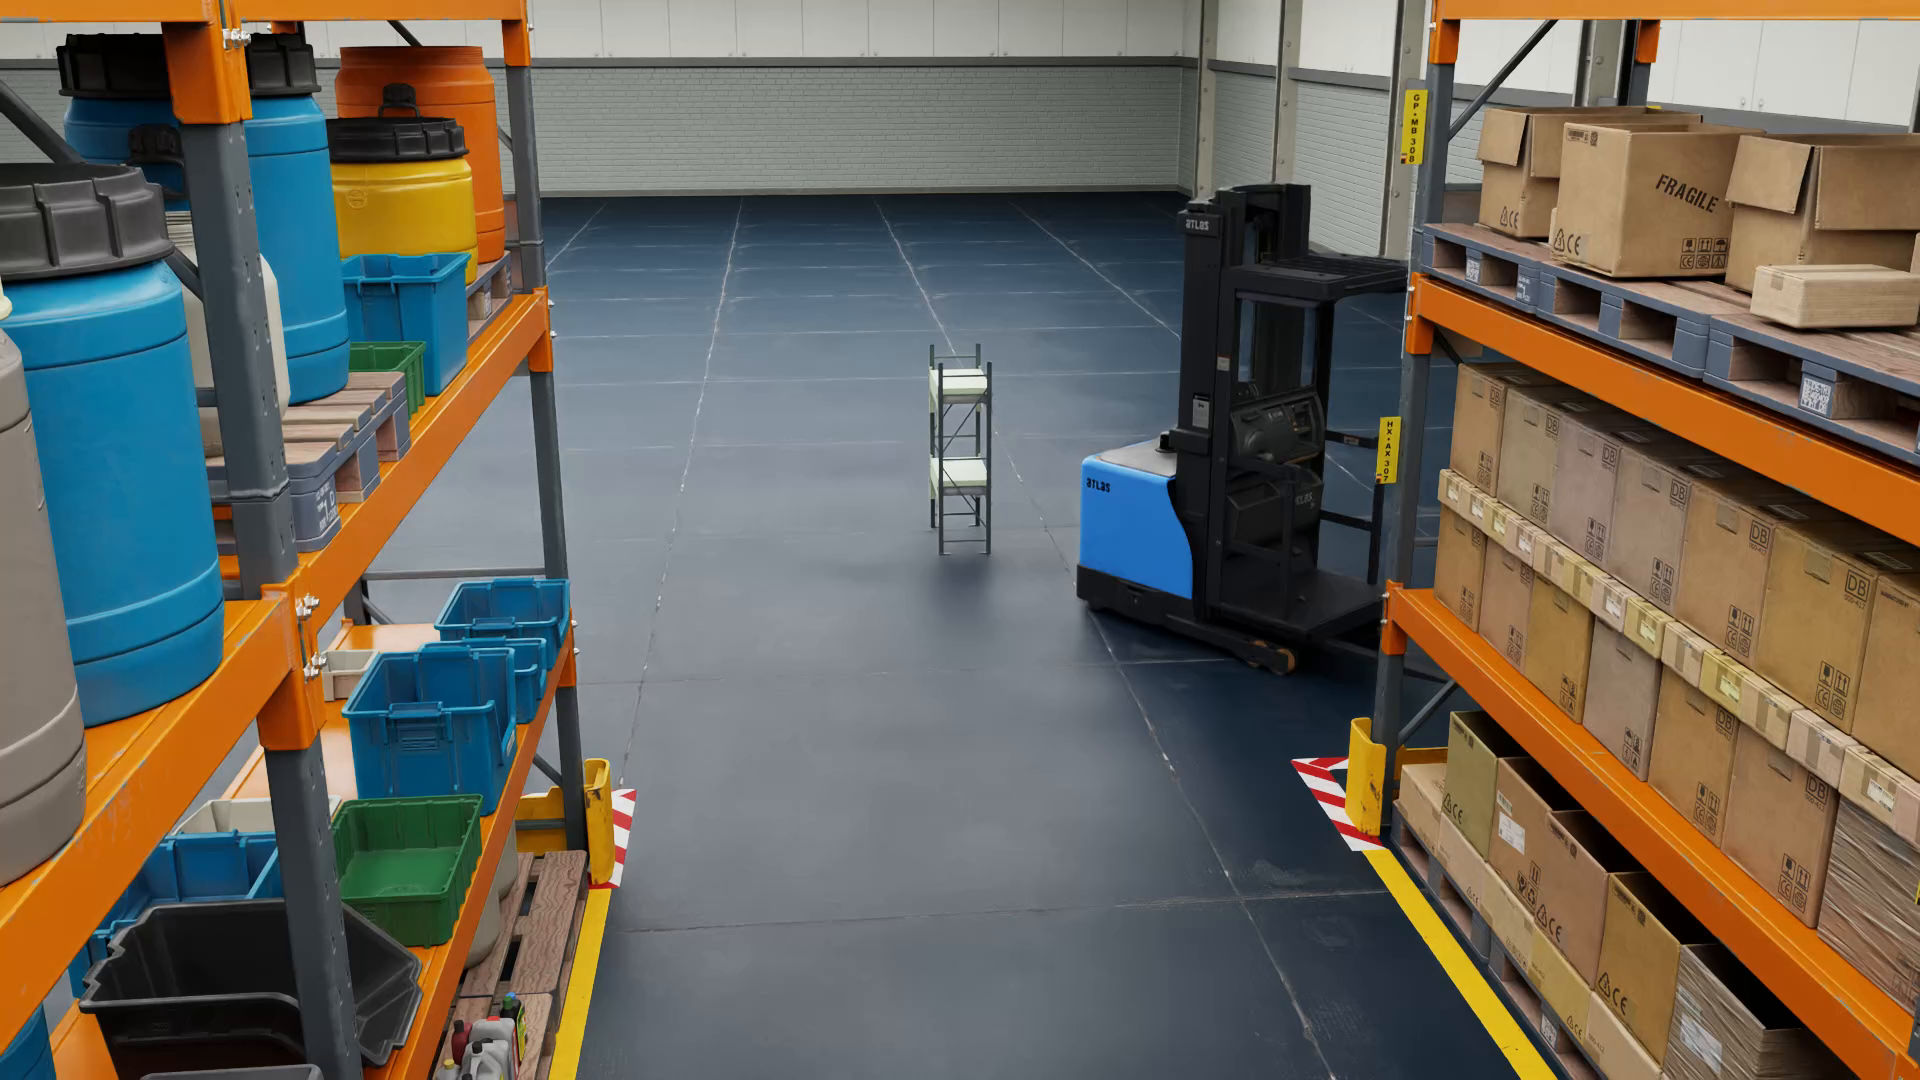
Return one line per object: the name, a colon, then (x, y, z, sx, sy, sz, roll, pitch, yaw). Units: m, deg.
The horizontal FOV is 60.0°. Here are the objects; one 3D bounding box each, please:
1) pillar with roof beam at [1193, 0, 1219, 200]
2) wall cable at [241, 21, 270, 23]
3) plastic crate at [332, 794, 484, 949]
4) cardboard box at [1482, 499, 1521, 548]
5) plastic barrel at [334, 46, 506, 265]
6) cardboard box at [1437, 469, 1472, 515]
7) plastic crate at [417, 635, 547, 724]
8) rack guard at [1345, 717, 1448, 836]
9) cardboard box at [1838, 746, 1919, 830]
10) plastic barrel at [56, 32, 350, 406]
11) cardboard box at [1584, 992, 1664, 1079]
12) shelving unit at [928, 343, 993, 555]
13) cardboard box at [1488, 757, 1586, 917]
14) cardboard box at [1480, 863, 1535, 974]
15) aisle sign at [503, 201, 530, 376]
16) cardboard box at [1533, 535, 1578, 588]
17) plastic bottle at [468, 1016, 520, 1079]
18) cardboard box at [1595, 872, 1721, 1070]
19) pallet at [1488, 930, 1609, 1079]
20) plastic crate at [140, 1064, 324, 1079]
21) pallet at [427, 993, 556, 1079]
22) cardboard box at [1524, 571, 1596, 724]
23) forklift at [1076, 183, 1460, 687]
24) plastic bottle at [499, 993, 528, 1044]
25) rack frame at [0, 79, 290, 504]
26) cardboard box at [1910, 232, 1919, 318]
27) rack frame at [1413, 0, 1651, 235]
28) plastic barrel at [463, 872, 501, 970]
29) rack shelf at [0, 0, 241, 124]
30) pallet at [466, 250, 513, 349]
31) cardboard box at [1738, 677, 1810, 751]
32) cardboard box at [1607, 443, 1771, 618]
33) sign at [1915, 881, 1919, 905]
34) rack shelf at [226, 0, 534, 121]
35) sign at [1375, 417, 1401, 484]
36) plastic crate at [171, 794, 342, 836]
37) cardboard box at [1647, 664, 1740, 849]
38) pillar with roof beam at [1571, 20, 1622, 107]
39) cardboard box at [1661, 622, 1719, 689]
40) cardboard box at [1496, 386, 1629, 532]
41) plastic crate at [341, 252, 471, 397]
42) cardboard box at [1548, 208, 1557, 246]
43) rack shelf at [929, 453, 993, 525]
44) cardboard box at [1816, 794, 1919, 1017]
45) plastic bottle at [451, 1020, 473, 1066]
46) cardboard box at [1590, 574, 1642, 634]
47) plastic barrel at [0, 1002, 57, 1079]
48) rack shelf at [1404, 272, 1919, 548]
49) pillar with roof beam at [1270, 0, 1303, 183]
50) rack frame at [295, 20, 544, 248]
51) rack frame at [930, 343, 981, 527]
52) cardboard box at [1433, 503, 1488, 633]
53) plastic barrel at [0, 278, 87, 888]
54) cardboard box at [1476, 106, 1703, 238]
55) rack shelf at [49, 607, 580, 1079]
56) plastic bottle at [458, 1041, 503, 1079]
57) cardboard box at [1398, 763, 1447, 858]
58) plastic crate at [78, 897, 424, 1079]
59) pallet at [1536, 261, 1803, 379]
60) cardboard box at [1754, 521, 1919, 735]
pillar with roof beam: (1.086, -11.633, 35.209, 9.100, 9.000, 0.400, -2, 18, -6)
wall cable: (-15.508, -13.623, 35.868, 2.305, 6.003, 0.169, -2, 18, -6)
plastic crate: (-1.772, 1.038, 5.217, 0.450, 0.188, 0.662, -2, 18, -6)
cardboard box: (2.483, -0.074, 7.156, 0.380, 0.149, 0.250, -2, 18, -5)
plastic barrel: (-2.148, -1.537, 6.640, 0.600, 0.830, 0.708, -2, 18, -6)
cardboard box: (2.429, -0.227, 7.643, 0.380, 0.149, 0.250, -2, 18, -6)
plastic crate: (-1.914, 0.563, 6.625, 0.499, 0.251, 0.408, -2, 18, -6)
rack guard: (2.600, 1.192, 8.546, 1.175, 0.500, 0.348, -2, 18, -6)
cardboard box: (2.750, 0.693, 4.713, 0.380, 0.149, 0.250, -2, 18, -7)
plastic barrel: (-1.908, -0.821, 4.237, 0.600, 0.901, 0.708, -2, 18, -6)
cardboard box: (2.642, 1.880, 6.069, 0.500, 0.250, 0.500, -2, 18, -6)
shelving unit: (-0.001, -0.718, 12.959, 0.431, 1.500, 0.755, -2, 18, -6)
cardboard box: (2.554, 1.224, 6.907, 0.500, 0.500, 0.500, -2, 18, -6)
cardboard box: (2.543, 1.582, 7.019, 0.500, 0.250, 0.500, -2, 18, -6)
aisle sign: (-2.037, -1.113, 7.373, 0.394, 0.787, 0.004, -2, 18, -6)
cardboard box: (2.537, 0.080, 6.664, 0.380, 0.149, 0.250, -2, 18, -7)
plastic bottle: (-1.701, 1.857, 6.066, 0.152, 0.276, 0.135, -2, 18, -5)
cardboard box: (2.654, 1.522, 5.958, 0.500, 0.500, 0.500, -2, 18, -6)
pallet: (2.846, 1.926, 6.690, 1.003, 0.211, 1.213, -2, 18, -6)
plastic crate: (-1.558, 1.454, 3.430, 0.402, 0.464, 0.583, -2, 18, -6)
pallet: (-2.069, 2.115, 6.089, 1.003, 0.211, 1.213, -2, 18, -6)
cardboard box: (2.742, 0.403, 6.720, 0.700, 0.500, 0.500, -2, 18, -5)
forklift: (2.195, -0.719, 10.575, 1.130, 2.935, 3.031, -16, 23, -41)
plastic bottle: (-1.699, 1.817, 6.319, 0.097, 0.201, 0.097, 0, 17, 0)
rack frame: (-1.912, -1.512, 2.971, 1.000, 3.000, 0.127, -2, 18, -6)
cardboard box: (3.170, -0.777, 4.850, 0.500, 0.311, 0.500, -3, 18, -9)
rack frame: (2.602, -2.856, 7.251, 1.000, 3.000, 0.127, -2, 18, -6)
plastic barrel: (-2.129, 1.488, 6.882, 0.421, 0.512, 0.421, 0, 17, 0)
rack shelf: (-1.706, -0.382, 1.240, 1.077, 0.370, 4.000, -2, 18, -6)
pallet: (-2.337, -0.933, 6.449, 1.003, 0.211, 1.213, -2, 18, -6)
cardboard box: (2.693, 0.537, 5.210, 0.380, 0.149, 0.250, -2, 18, -6)
cardboard box: (2.808, -0.049, 5.993, 0.700, 0.500, 0.500, -2, 18, -6)
sign: (2.463, 0.765, 4.156, 0.100, 0.325, 0.005, -2, 18, -6)
rack shelf: (-2.119, -1.574, 5.036, 1.077, 0.370, 4.000, -2, 18, -6)
sign: (2.050, -0.429, 7.959, 0.100, 0.325, 0.005, -2, 18, -6)
plastic crate: (-2.332, 1.000, 5.425, 0.530, 0.136, 0.437, -2, 18, -6)
cardboard box: (2.854, 0.712, 5.735, 0.700, 0.500, 0.500, -2, 17, -5)
pillar with roof beam: (2.942, -6.270, 18.127, 9.100, 9.000, 0.400, -2, 18, -6)
cardboard box: (2.644, 0.388, 5.683, 0.380, 0.149, 0.250, -1, 17, -4)
cardboard box: (2.703, -0.349, 6.947, 0.700, 0.500, 0.500, -2, 18, -7)
plastic crate: (-1.829, -0.706, 5.438, 0.392, 0.384, 0.575, -2, 18, -6)
cardboard box: (2.548, -1.216, 6.520, 0.380, 0.149, 0.250, -2, 18, -6)
rack shelf: (-0.001, -0.407, 13.056, 0.431, 0.370, 0.720, -2, 18, -6)
cardboard box: (2.963, 1.018, 4.759, 0.700, 0.500, 0.500, -2, 18, -7)
plastic bottle: (-1.807, 1.857, 6.054, 0.061, 0.283, 0.133, -2, 18, -6)
cardboard box: (2.586, 0.231, 6.185, 0.380, 0.149, 0.250, -2, 18, -5)
plastic barrel: (-2.174, 1.235, 3.398, 0.600, 0.901, 0.708, -2, 18, -6)
rack shelf: (2.809, -0.486, 5.910, 1.077, 0.370, 4.000, -2, 18, -6)
pillar with roof beam: (1.705, -9.846, 29.515, 9.100, 9.000, 0.400, -2, 18, -6)
rack frame: (-2.325, -2.704, 6.767, 1.000, 3.000, 0.127, -2, 18, -6)
rack frame: (-0.038, -0.827, 13.306, 0.400, 1.500, 0.023, -2, 18, -6)
cardboard box: (2.638, 0.098, 7.690, 0.700, 0.500, 0.500, -2, 18, -6)
plastic barrel: (-1.577, 0.019, 2.263, 0.600, 0.901, 0.600, 0, 17, 0)
cardboard box: (2.658, -1.570, 7.055, 0.797, 0.503, 0.637, -1, 17, -2)
rack shelf: (-2.119, 1.097, 5.875, 1.077, 0.370, 4.000, -2, 18, -6)
plastic bottle: (-1.665, 1.912, 5.766, 0.144, 0.351, 0.185, -1, 17, -3)
cardboard box: (2.436, 1.284, 7.967, 0.500, 0.250, 0.500, -2, 18, -6)
plastic crate: (-1.840, 1.220, 4.388, 0.767, 0.338, 0.504, -2, 18, -6)
pallet: (2.779, -0.807, 5.879, 1.003, 0.211, 1.213, -2, 18, -6)
cardboard box: (2.910, 0.249, 5.044, 0.700, 0.500, 0.500, -2, 18, -6)
